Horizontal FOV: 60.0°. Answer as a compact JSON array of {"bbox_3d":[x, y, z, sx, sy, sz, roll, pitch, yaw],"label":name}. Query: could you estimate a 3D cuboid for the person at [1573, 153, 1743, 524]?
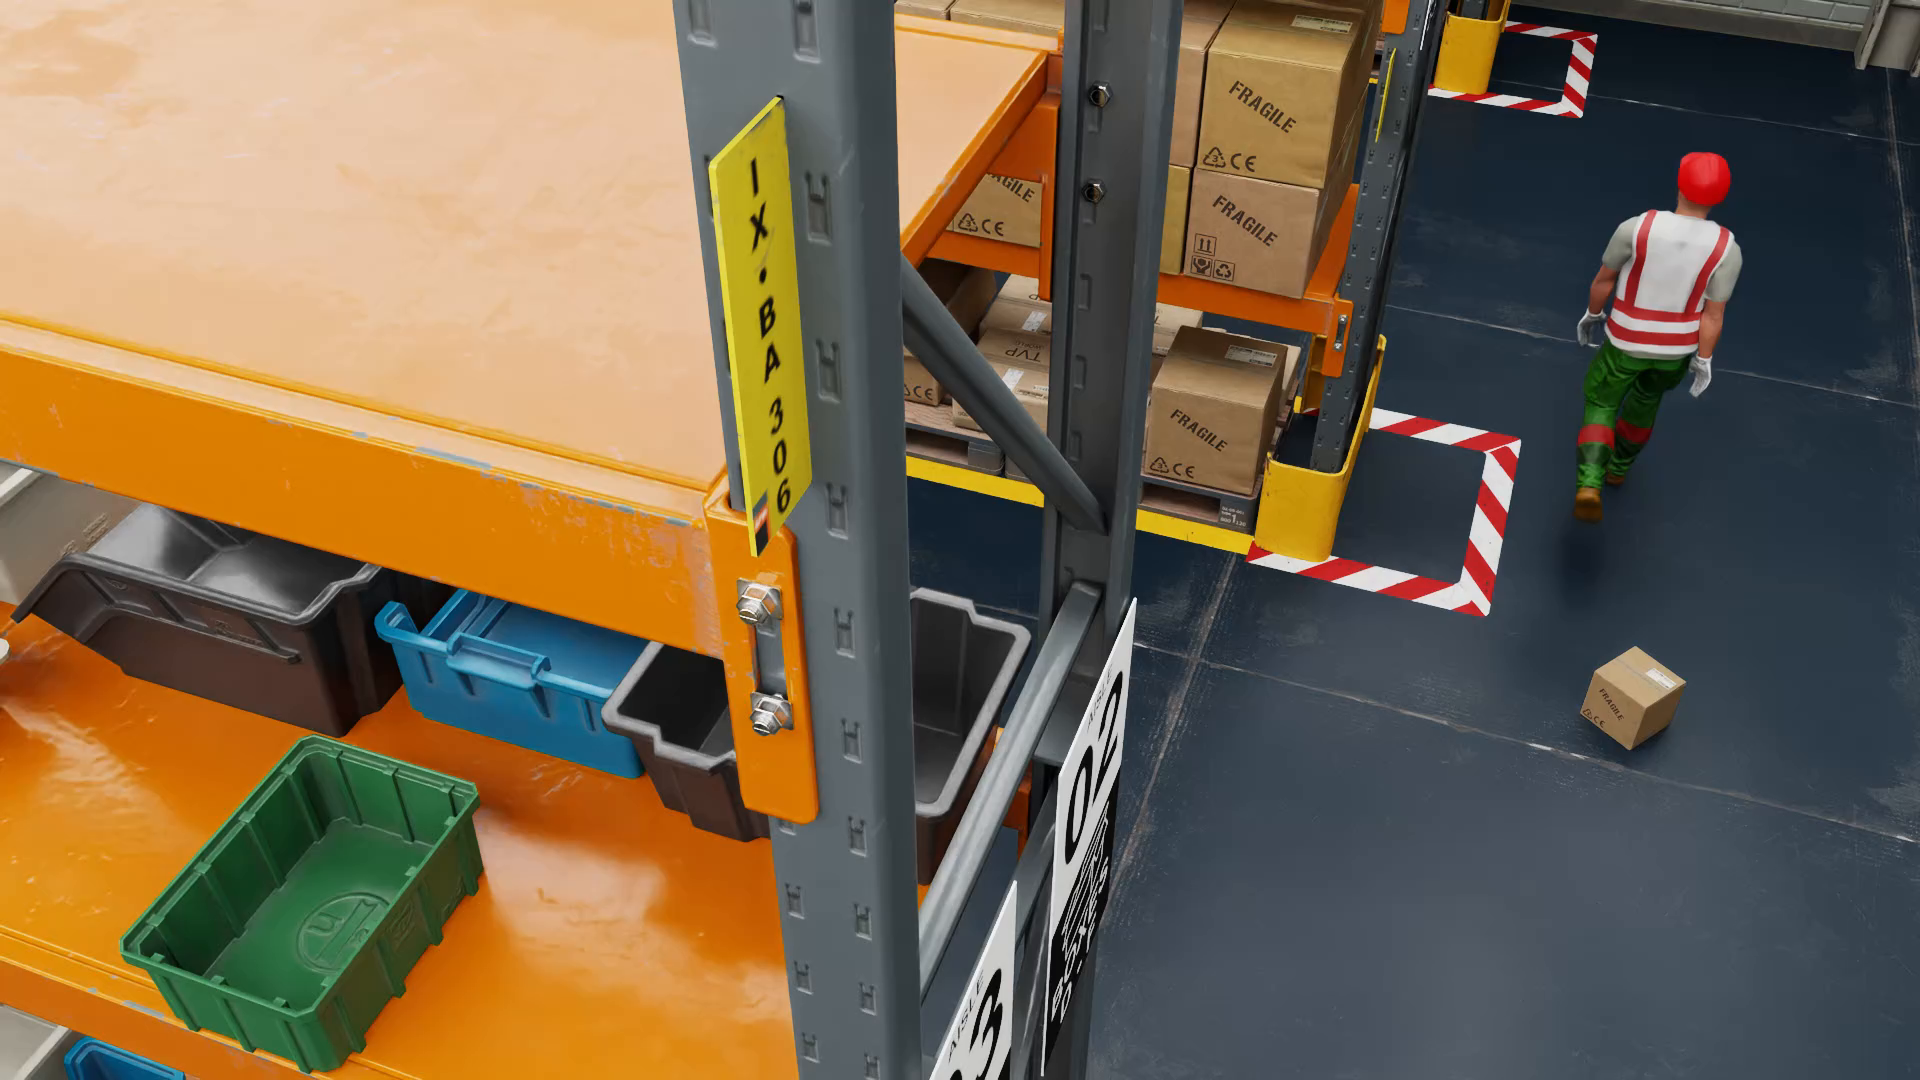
[{"bbox_3d":[2.988,-0.850,7.224,0.575,1.754,0.858,13,43,14],"label":"person"}]
